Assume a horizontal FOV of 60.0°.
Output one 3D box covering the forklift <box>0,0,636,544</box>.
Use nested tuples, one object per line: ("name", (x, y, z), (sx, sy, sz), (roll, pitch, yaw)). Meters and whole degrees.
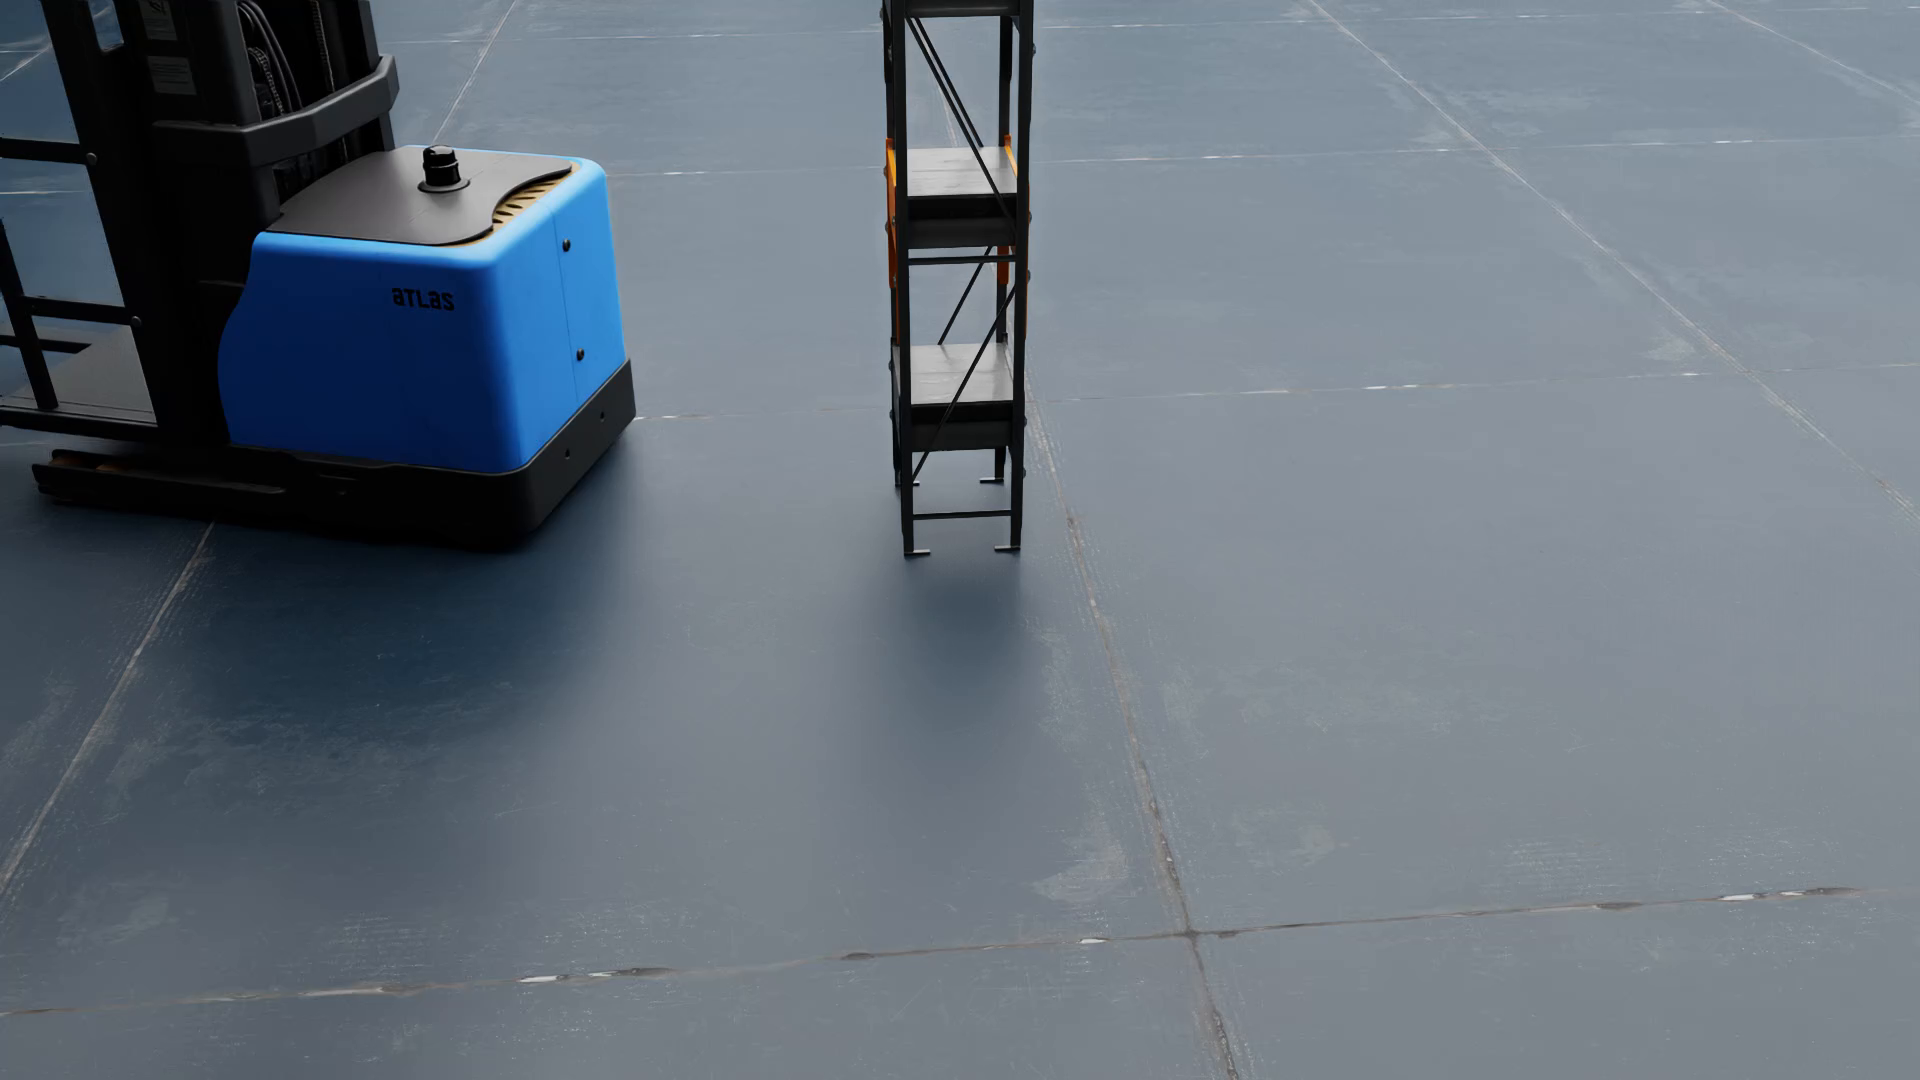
("forklift", (-2.822, -1.630, 5.620), (3.031, 2.935, 1.130), (7, 32, 11))

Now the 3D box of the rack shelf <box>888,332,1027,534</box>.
("rack shelf", (-0.015, -0.373, 5.719), (0.431, 0.518, 0.480), (-3, 31, -5))

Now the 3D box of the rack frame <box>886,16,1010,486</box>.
("rack frame", (-0.038, -1.111, 5.562), (0.400, 2.100, 0.015), (-3, 31, -5))

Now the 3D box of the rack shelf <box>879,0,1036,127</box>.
("rack shelf", (-0.015, -1.575, 5.001), (0.431, 0.518, 0.480), (-3, 31, -5))

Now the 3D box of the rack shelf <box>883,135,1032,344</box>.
("rack shelf", (-0.015, -0.974, 5.360), (0.431, 0.518, 0.480), (-3, 31, -5))

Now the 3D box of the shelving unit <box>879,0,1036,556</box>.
("shelving unit", (-0.015, -0.986, 5.353), (0.431, 2.100, 0.503), (-3, 31, -5))

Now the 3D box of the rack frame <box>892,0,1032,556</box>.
("rack frame", (0.007, -0.861, 5.144), (0.400, 2.100, 0.015), (-3, 31, -5))
